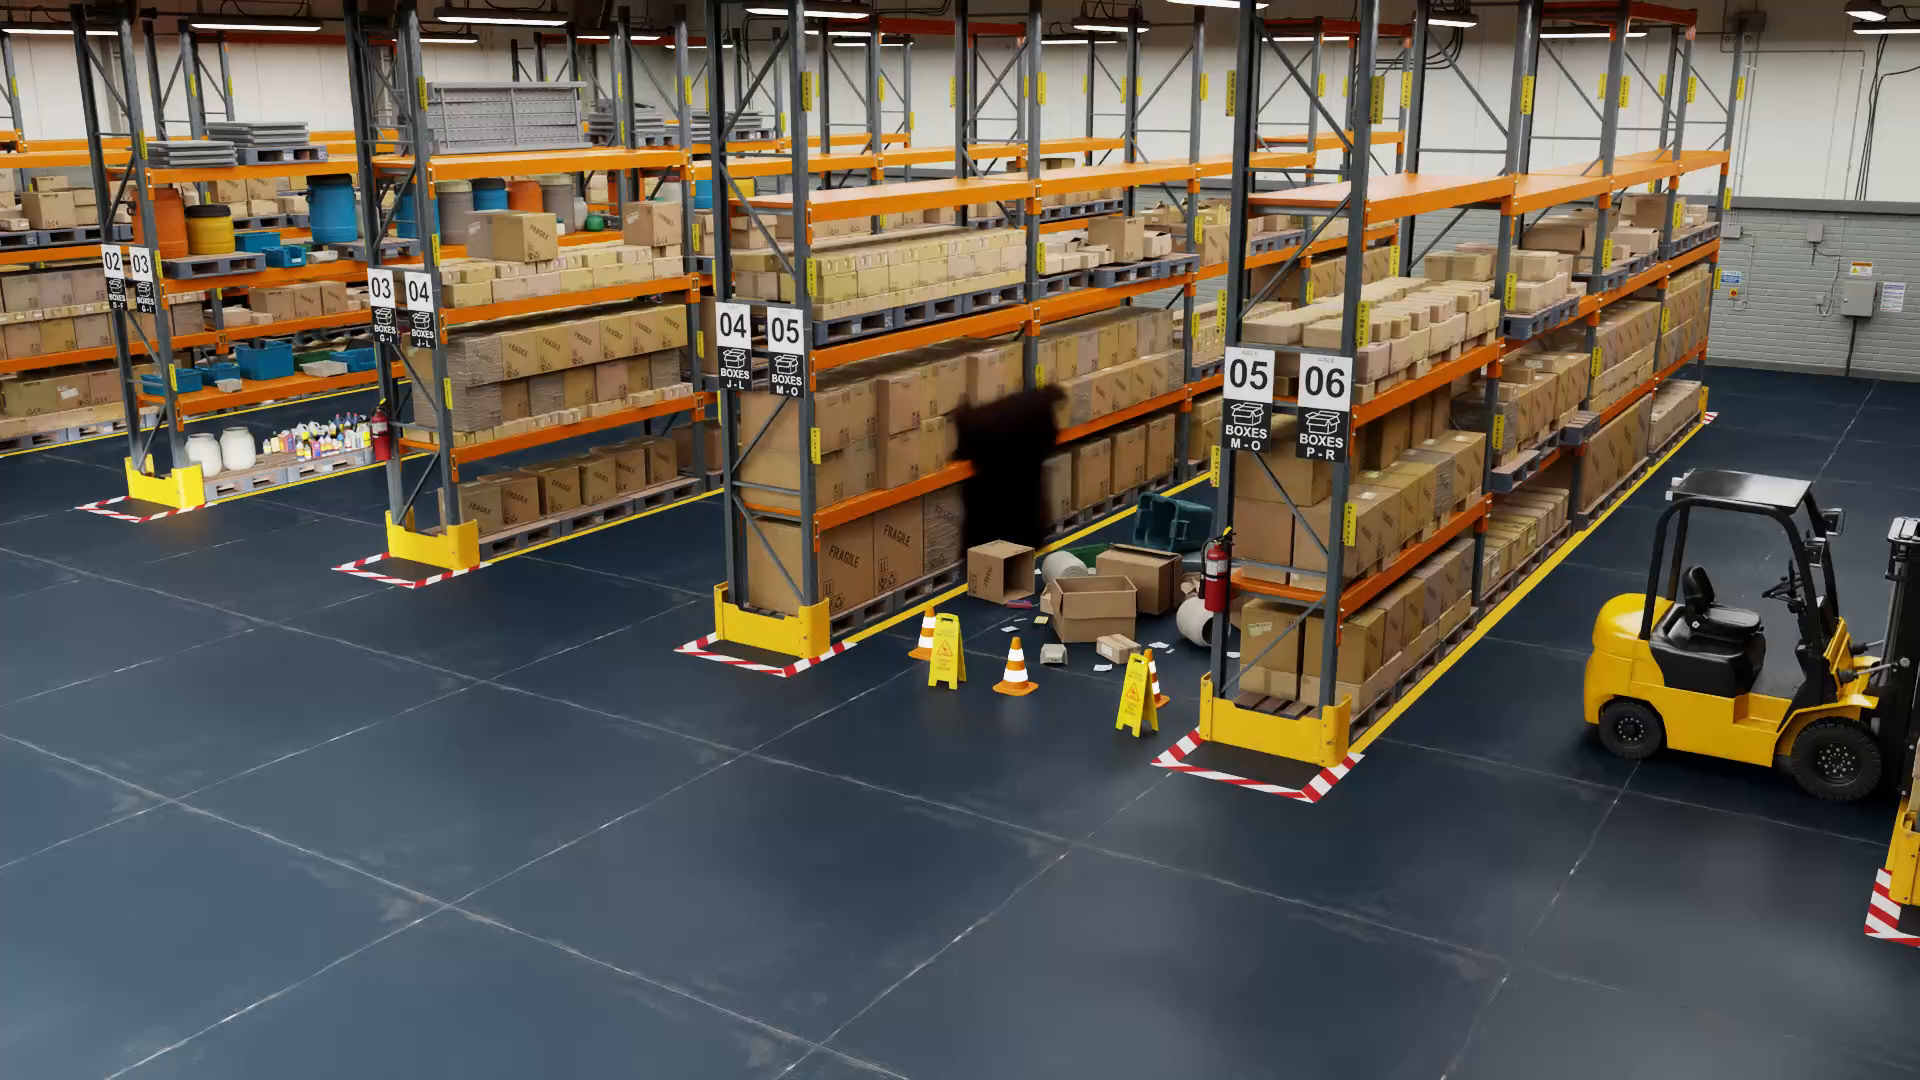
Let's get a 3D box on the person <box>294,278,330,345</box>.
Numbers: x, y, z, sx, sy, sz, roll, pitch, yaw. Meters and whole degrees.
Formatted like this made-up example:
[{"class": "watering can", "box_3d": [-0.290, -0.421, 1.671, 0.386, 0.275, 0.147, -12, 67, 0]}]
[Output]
[{"class": "person", "box_3d": [-12.152, -4.131, 30.889, 0.760, 1.723, 1.080, 8, 18, 27]}]
